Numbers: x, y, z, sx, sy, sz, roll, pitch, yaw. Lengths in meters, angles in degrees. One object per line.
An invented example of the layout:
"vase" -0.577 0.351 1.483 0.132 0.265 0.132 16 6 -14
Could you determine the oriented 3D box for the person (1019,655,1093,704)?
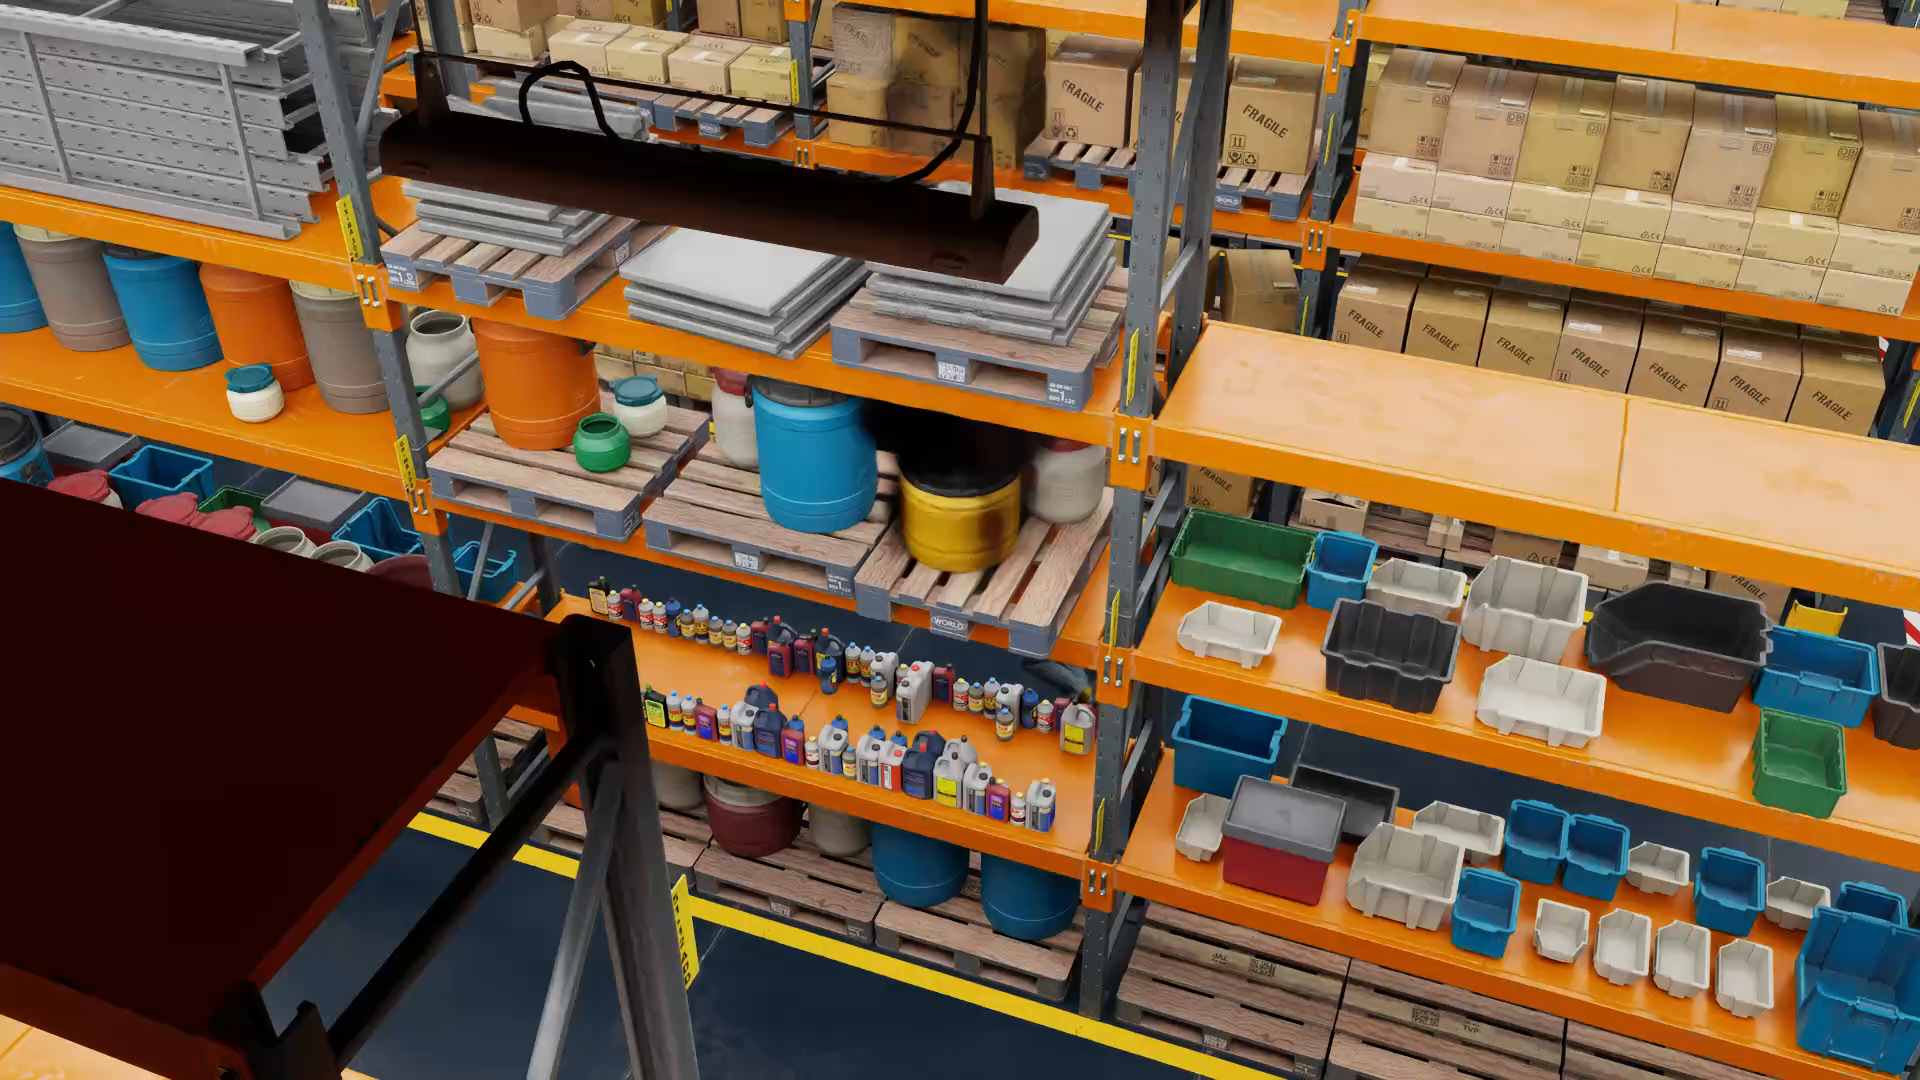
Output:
"person" 0.572 0.578 11.239 0.816 1.623 0.722 16 39 20
